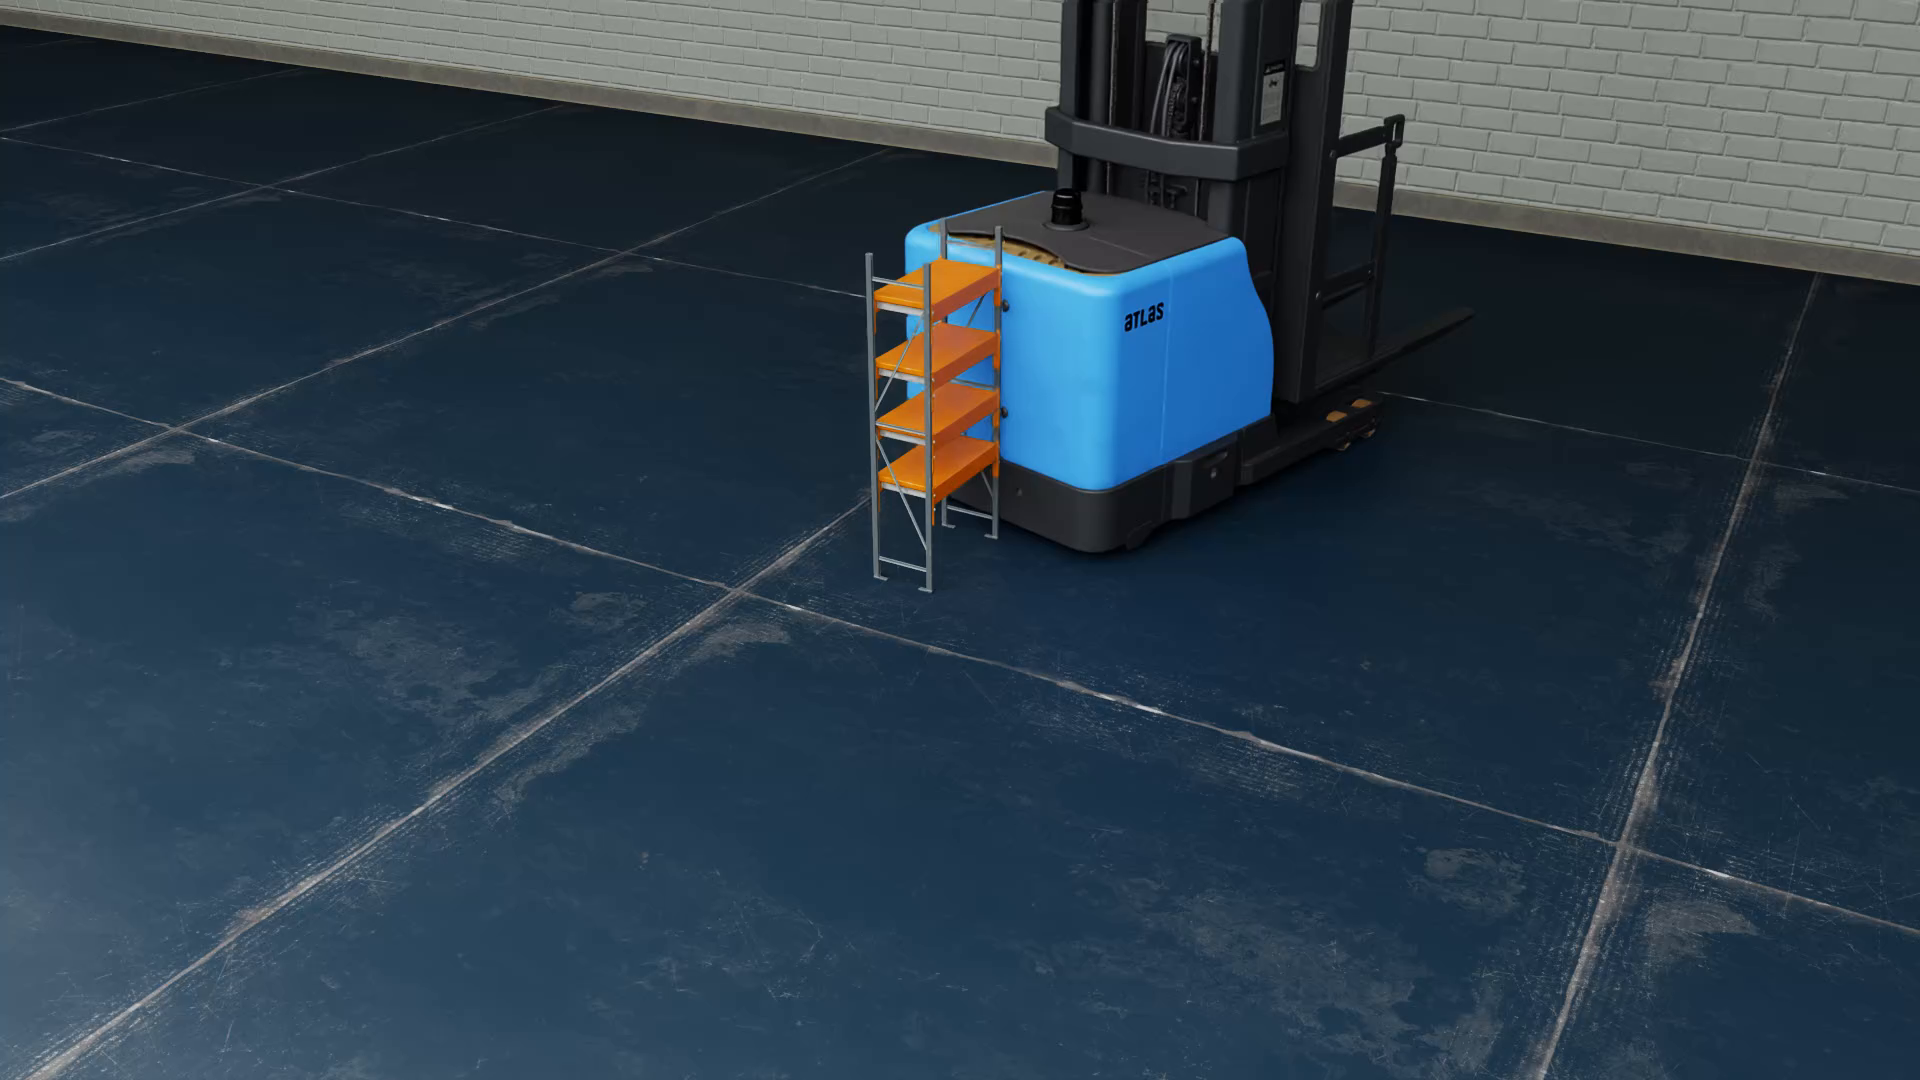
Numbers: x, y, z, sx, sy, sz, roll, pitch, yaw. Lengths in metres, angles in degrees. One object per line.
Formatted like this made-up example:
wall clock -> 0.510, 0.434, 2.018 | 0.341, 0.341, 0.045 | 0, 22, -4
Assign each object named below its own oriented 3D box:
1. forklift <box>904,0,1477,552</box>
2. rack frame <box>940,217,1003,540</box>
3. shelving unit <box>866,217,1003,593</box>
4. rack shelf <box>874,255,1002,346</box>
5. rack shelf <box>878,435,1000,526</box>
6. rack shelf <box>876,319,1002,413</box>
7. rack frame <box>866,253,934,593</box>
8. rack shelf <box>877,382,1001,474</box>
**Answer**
forklift -> 1.171, -1.829, 6.630 | 1.130, 2.935, 3.031 | 24, 35, 39
rack frame -> 0.039, -0.567, 6.043 | 0.240, 1.200, 0.015 | 14, 30, 26
shelving unit -> -0.081, -0.472, 5.853 | 0.258, 1.200, 0.503 | 14, 30, 26
rack shelf -> -0.081, -0.823, 5.677 | 0.258, 0.148, 0.480 | 14, 30, 26
rack shelf -> -0.081, -0.234, 5.972 | 0.258, 0.148, 0.480 | 14, 30, 26
rack shelf -> -0.081, -0.612, 5.783 | 0.258, 0.148, 0.480 | 14, 30, 26
rack frame -> -0.201, -0.377, 5.663 | 0.240, 1.200, 0.015 | 14, 30, 26
rack shelf -> -0.081, -0.412, 5.883 | 0.258, 0.148, 0.480 | 14, 30, 26
